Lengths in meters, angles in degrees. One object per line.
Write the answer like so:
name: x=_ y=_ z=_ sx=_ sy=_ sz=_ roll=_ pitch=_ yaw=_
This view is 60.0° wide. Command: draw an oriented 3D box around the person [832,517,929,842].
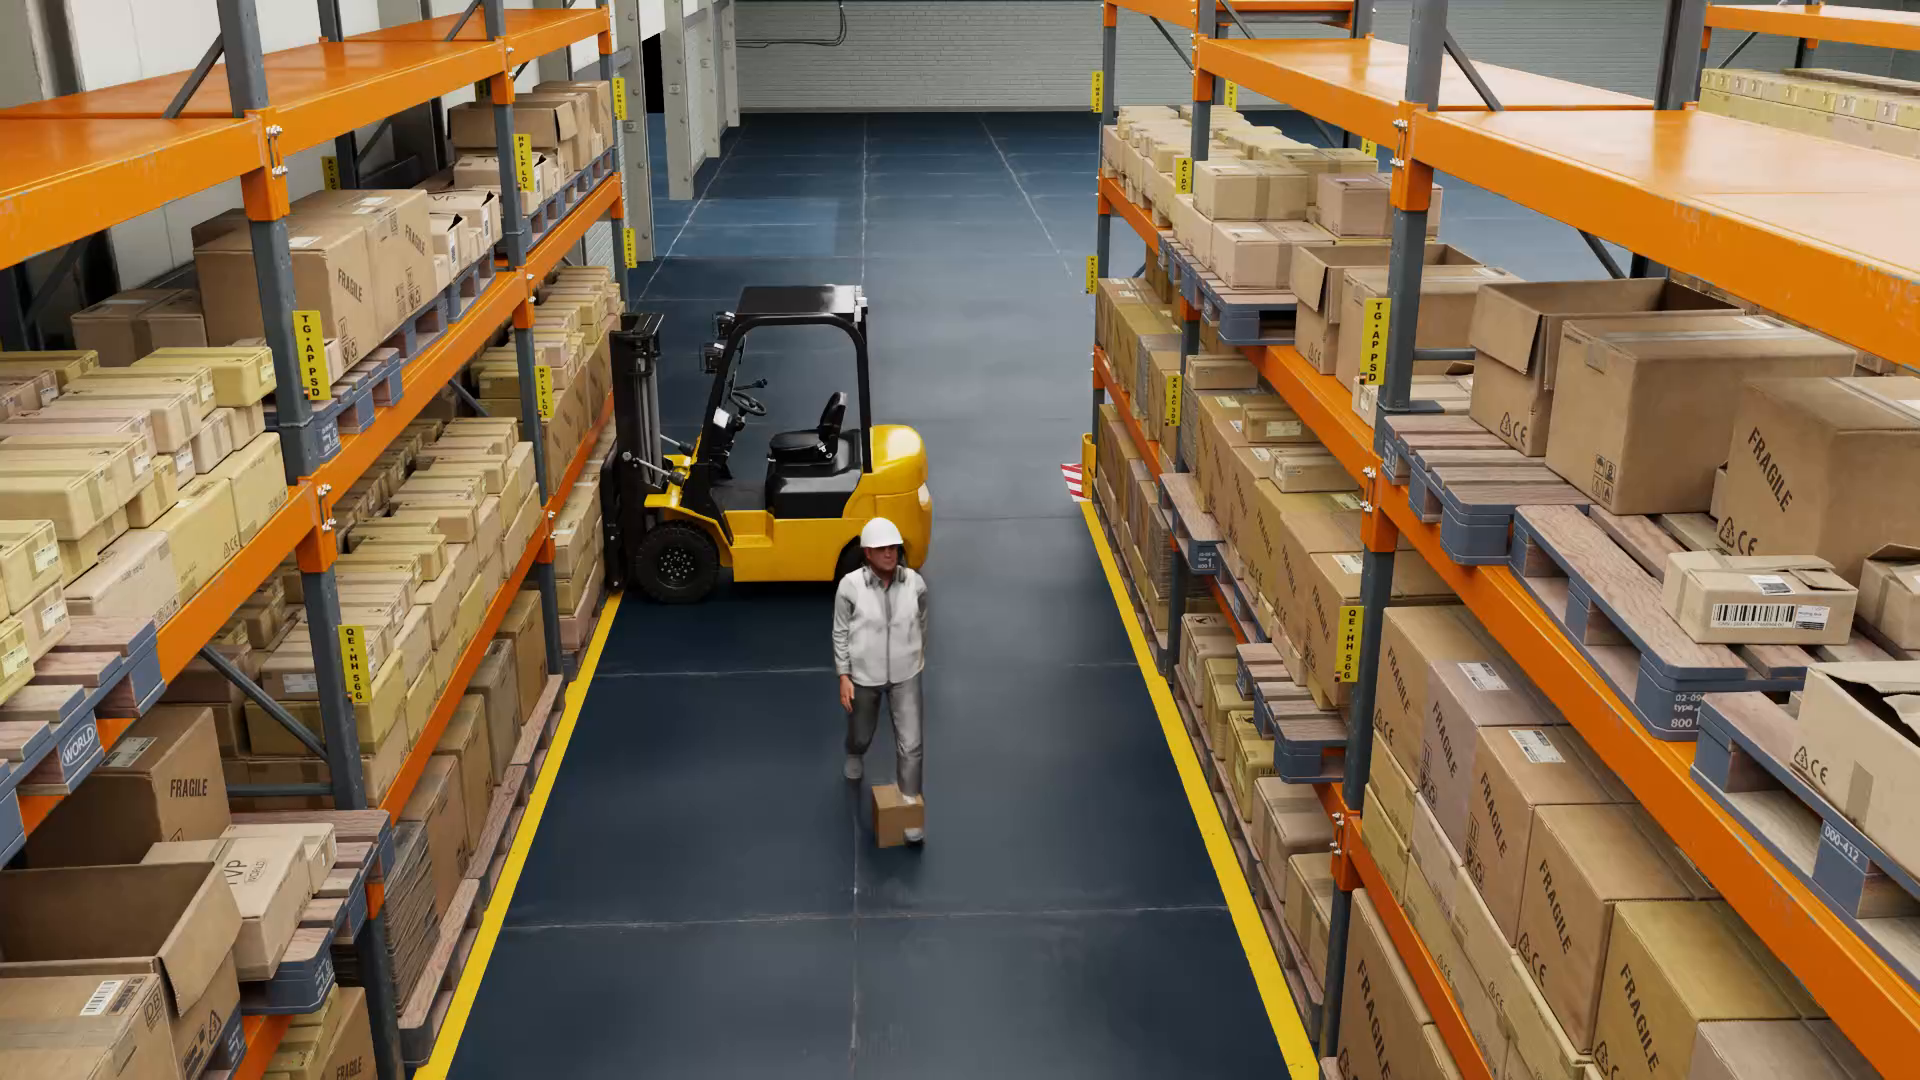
person: x=-0.430 y=0.700 z=9.134 sx=0.550 sy=1.731 sz=0.975 roll=-4 pitch=21 yaw=-11
